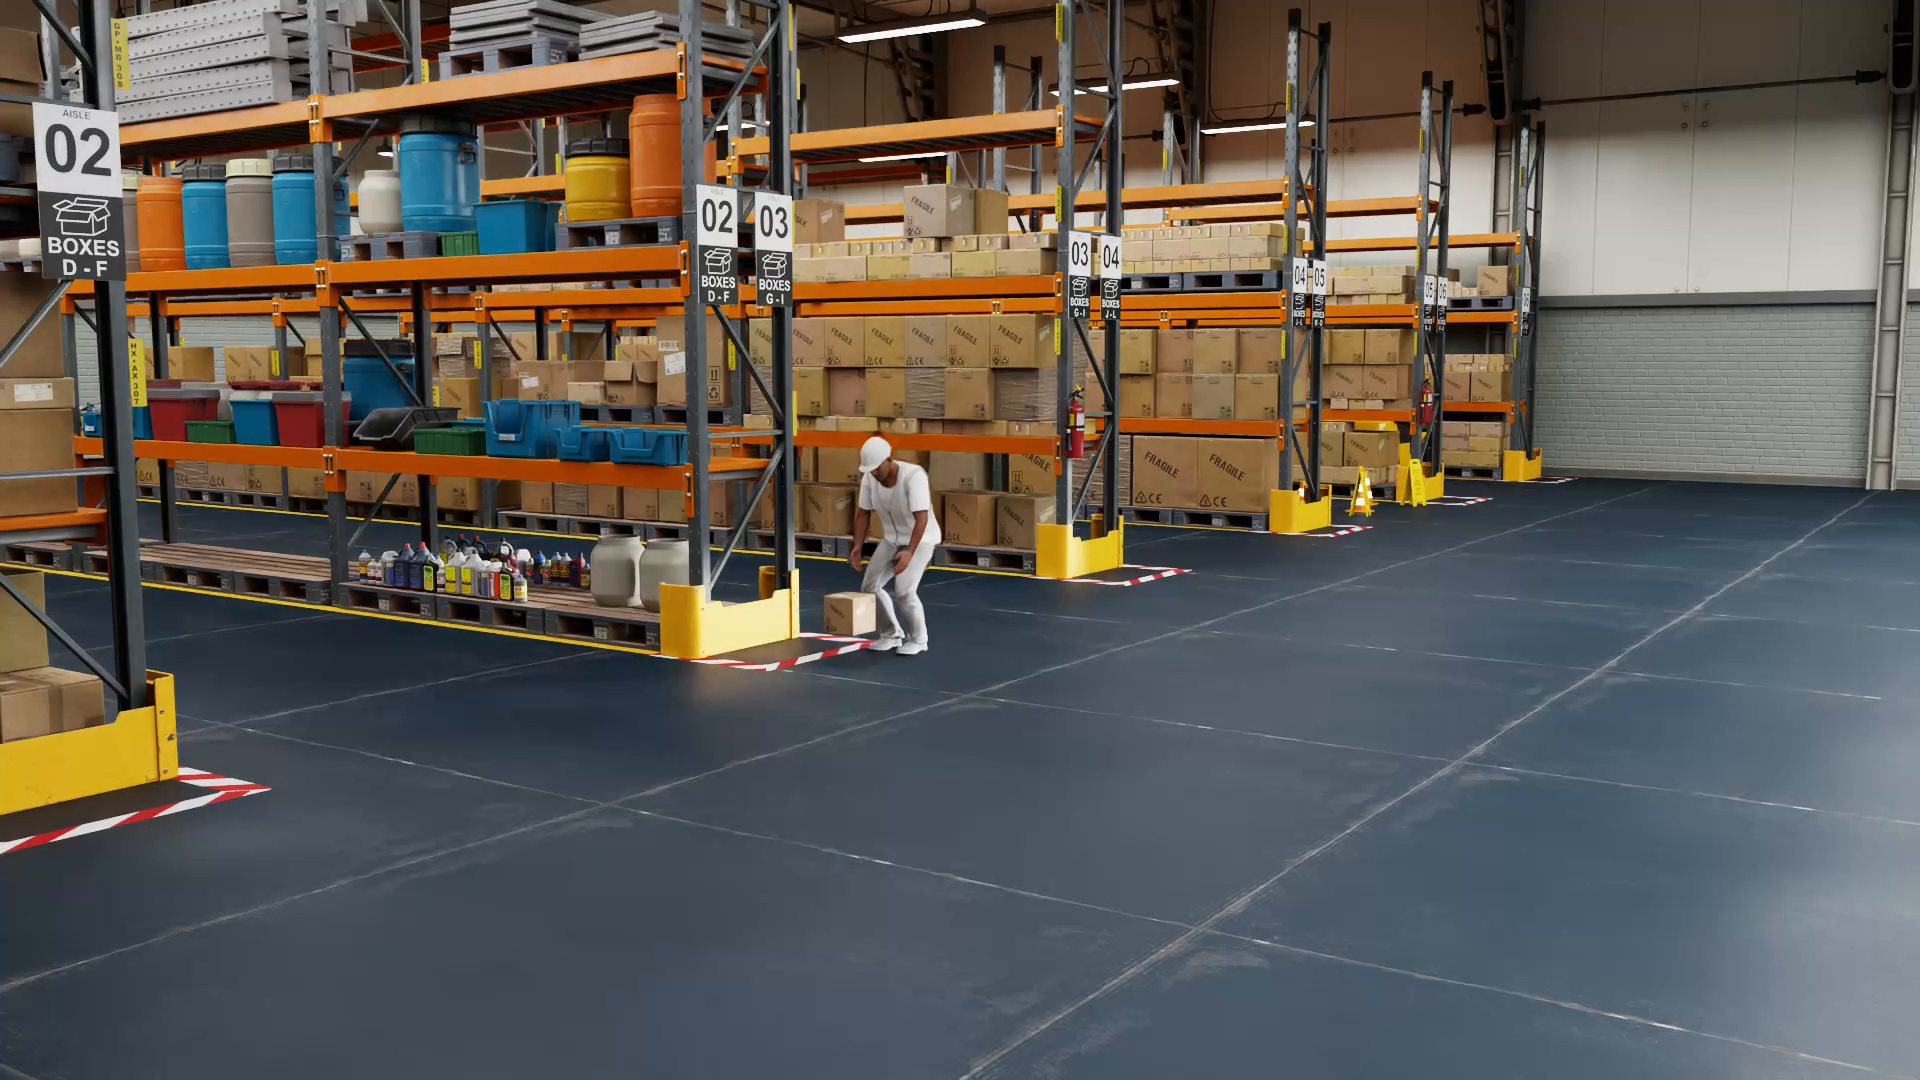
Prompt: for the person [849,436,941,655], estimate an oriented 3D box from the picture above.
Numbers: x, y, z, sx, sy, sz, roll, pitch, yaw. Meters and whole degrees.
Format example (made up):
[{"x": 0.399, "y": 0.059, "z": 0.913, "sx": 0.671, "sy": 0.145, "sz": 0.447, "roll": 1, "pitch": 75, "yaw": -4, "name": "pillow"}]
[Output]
[{"x": -0.431, "y": 0.033, "z": 11.519, "sx": 0.627, "sy": 1.517, "sz": 0.687, "roll": 5, "pitch": 8, "yaw": 41, "name": "person"}]
